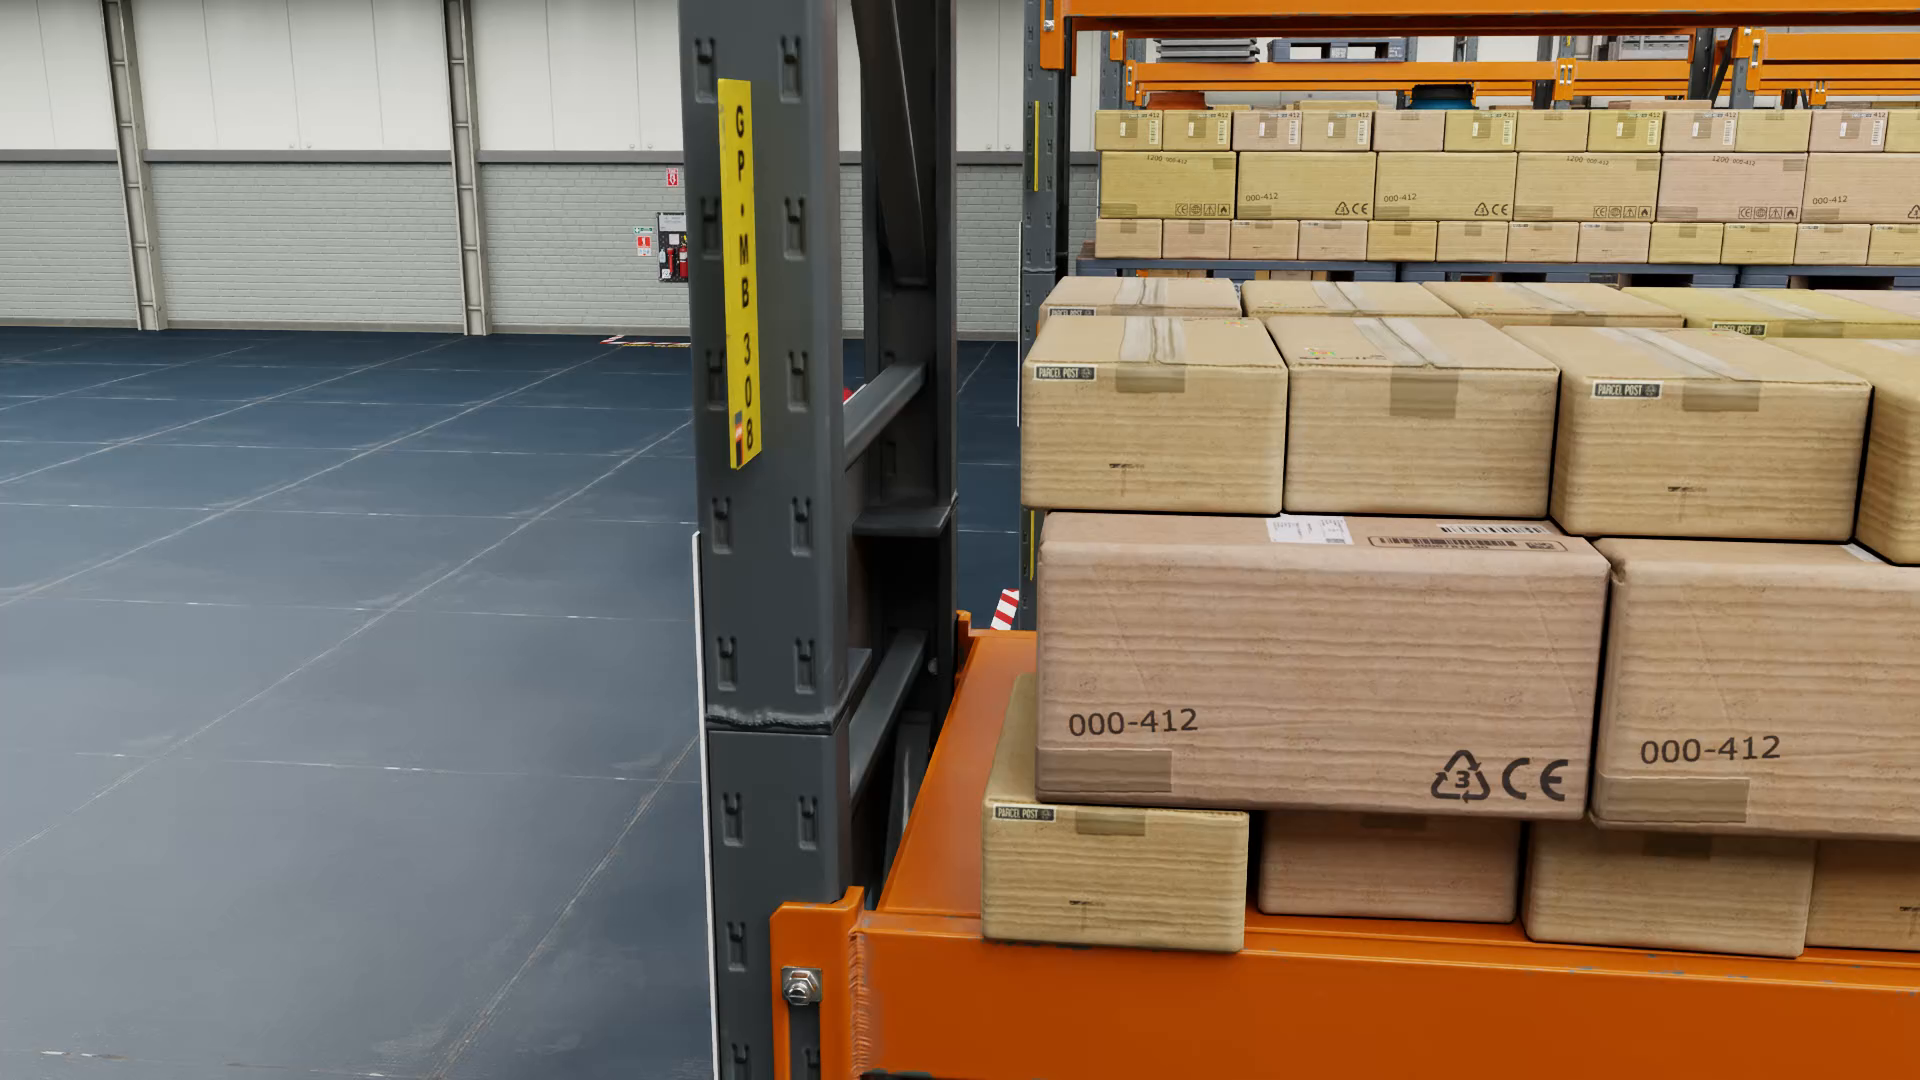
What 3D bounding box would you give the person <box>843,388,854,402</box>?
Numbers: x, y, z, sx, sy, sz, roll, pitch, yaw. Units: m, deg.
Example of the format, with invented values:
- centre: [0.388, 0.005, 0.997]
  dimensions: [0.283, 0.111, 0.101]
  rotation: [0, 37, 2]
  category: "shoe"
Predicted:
- centre: [-0.788, -0.194, 11.779]
  dimensions: [0.623, 1.802, 0.613]
  rotation: [1, 14, 6]
  category: "person"
